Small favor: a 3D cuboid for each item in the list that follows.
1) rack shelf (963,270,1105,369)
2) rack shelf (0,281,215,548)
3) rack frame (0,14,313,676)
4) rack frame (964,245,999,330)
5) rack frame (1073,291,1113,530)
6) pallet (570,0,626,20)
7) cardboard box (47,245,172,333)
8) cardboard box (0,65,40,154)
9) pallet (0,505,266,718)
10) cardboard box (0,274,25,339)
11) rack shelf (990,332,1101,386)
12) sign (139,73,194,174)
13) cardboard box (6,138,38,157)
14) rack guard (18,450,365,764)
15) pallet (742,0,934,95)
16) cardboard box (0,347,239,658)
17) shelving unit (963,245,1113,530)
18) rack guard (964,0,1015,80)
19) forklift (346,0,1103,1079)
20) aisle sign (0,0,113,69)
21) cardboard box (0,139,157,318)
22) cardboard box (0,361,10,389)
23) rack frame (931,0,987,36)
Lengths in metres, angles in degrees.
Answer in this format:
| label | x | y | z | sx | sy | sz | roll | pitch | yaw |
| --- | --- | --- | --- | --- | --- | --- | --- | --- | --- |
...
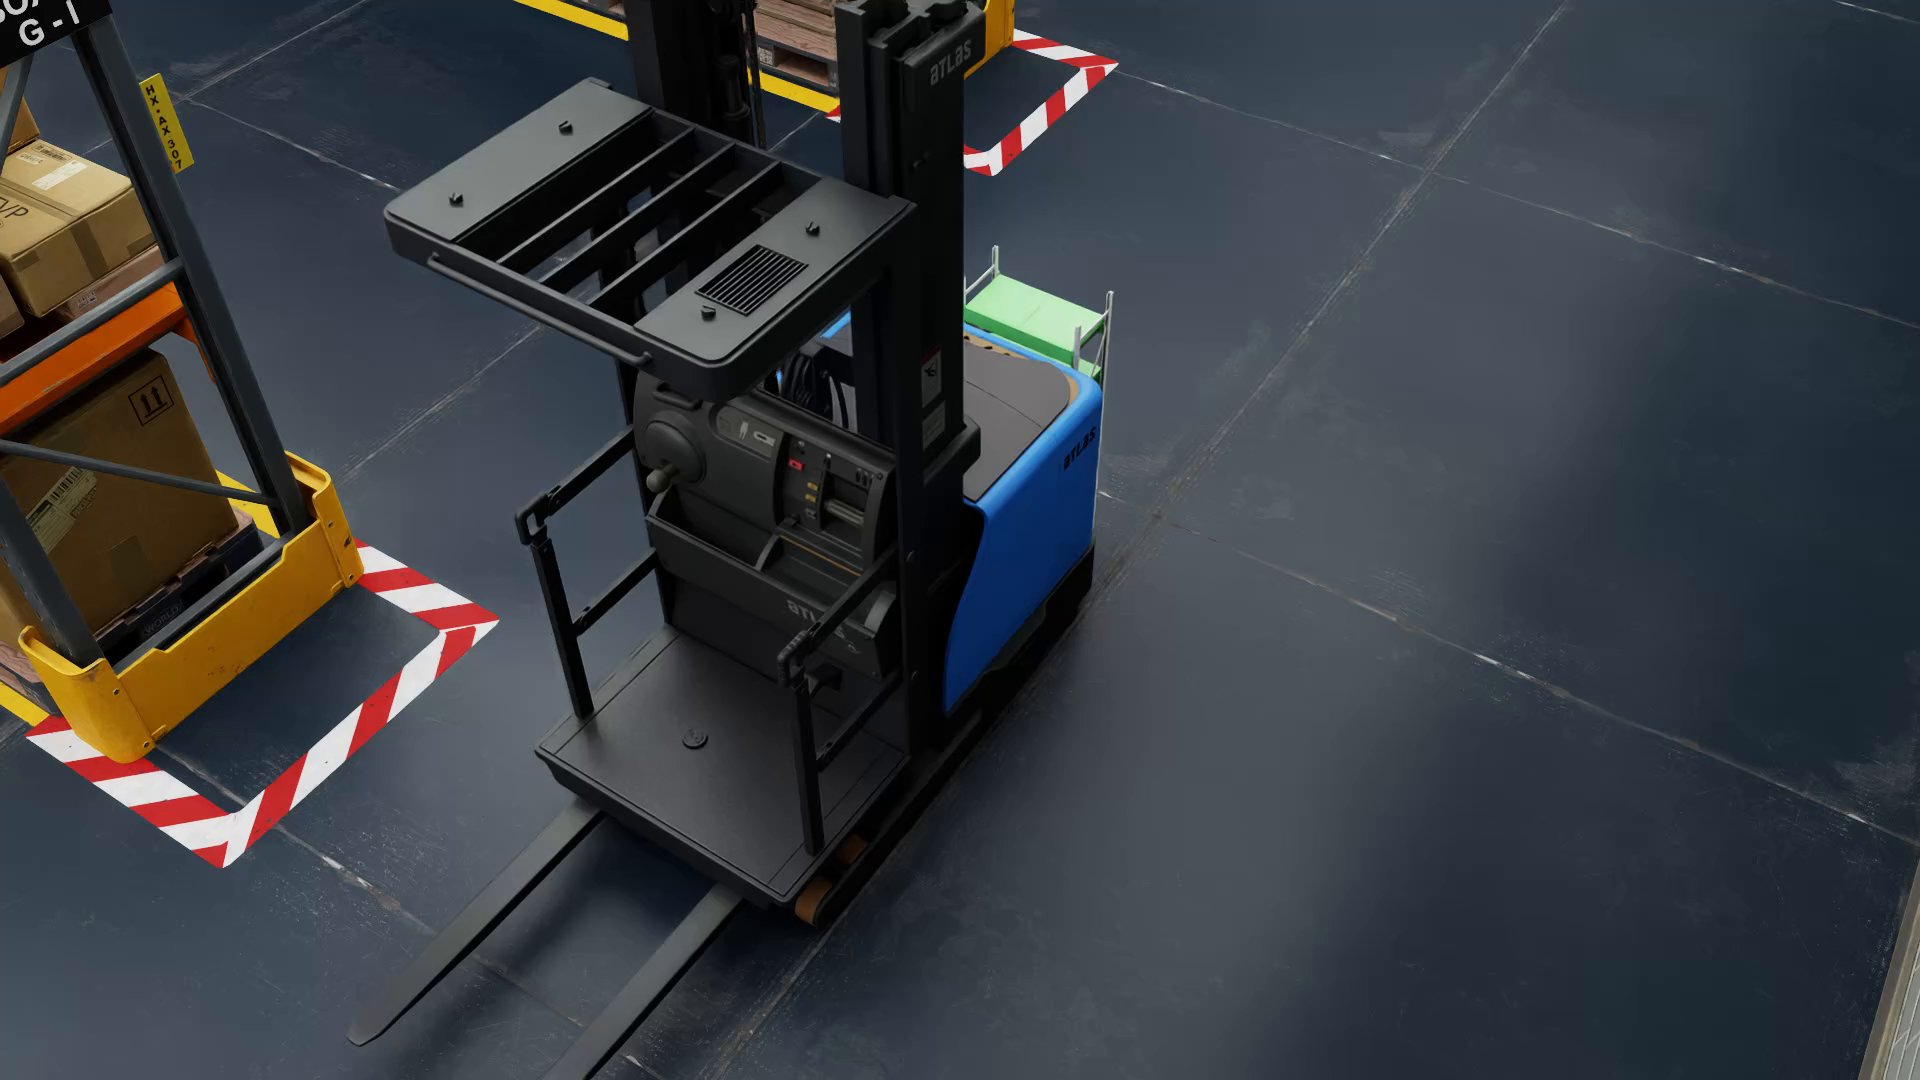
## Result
| label | x | y | z | sx | sy | sz | roll | pitch | yaw |
| --- | --- | --- | --- | --- | --- | --- | --- | --- | --- |
| rack shelf | 0.272 | -0.786 | 6.097 | 0.480 | 0.148 | 0.258 | 26 | 51 | 23 |
| rack shelf | -4.512 | -1.176 | 6.303 | 4.000 | 0.370 | 1.077 | 25 | 51 | 22 |
| rack frame | -2.829 | -0.652 | 5.292 | 0.127 | 3.000 | 1.000 | 25 | 51 | 22 |
| rack frame | 0.070 | -0.594 | 6.490 | 0.015 | 1.200 | 0.240 | 26 | 51 | 23 |
| rack frame | 0.475 | -0.399 | 6.301 | 0.015 | 1.200 | 0.240 | 26 | 51 | 23 |
| pallet | -1.851 | -3.486 | 9.990 | 1.213 | 0.211 | 1.003 | 25 | 51 | 22 |
| cardboard box | -2.950 | -0.901 | 5.709 | 0.250 | 0.149 | 0.380 | 25 | 51 | 23 |
| cardboard box | -3.508 | -1.507 | 5.497 | 0.500 | 0.500 | 0.500 | 24 | 50 | 21 |
| pallet | -3.544 | 0.057 | 6.547 | 1.213 | 0.211 | 1.003 | 25 | 51 | 22 |
| cardboard box | -3.380 | -0.731 | 5.266 | 0.500 | 0.250 | 0.500 | 24 | 50 | 22 |
| rack shelf | 0.272 | -0.619 | 6.269 | 0.480 | 0.148 | 0.258 | 26 | 51 | 23 |
| sign | -2.524 | -1.314 | 5.277 | 0.005 | 0.325 | 0.100 | 25 | 51 | 22 |
| cardboard box | -3.528 | -1.250 | 5.770 | 0.500 | 0.250 | 0.500 | 24 | 51 | 22 |
| rack guard | -2.809 | 0.228 | 6.180 | 0.348 | 0.500 | 1.175 | 25 | 51 | 22 |
| pallet | -0.828 | -3.013 | 9.531 | 1.213 | 0.211 | 1.003 | 25 | 51 | 22 |
| cardboard box | -3.411 | -0.258 | 6.097 | 0.875 | 0.875 | 0.875 | 25 | 51 | 22 |
| shelving unit | 0.272 | -0.496 | 6.395 | 0.503 | 1.200 | 0.258 | 26 | 51 | 23 |
| rack guard | -0.128 | -2.770 | 9.093 | 0.348 | 0.500 | 1.175 | 25 | 51 | 22 |
| forklift | -0.724 | -0.142 | 4.845 | 1.130 | 2.935 | 3.031 | 26 | 51 | 23 |
| aisle sign | -2.606 | -1.711 | 4.509 | 0.004 | 0.787 | 0.394 | 25 | 51 | 22 |
| cardboard box | -3.087 | -1.052 | 5.578 | 0.500 | 0.250 | 0.500 | 23 | 50 | 21 |
| cardboard box | -3.307 | -0.504 | 5.323 | 0.250 | 0.149 | 0.380 | 26 | 51 | 23 |
| rack frame | -0.155 | -3.642 | 8.198 | 0.127 | 3.000 | 1.000 | 25 | 51 | 22 |
